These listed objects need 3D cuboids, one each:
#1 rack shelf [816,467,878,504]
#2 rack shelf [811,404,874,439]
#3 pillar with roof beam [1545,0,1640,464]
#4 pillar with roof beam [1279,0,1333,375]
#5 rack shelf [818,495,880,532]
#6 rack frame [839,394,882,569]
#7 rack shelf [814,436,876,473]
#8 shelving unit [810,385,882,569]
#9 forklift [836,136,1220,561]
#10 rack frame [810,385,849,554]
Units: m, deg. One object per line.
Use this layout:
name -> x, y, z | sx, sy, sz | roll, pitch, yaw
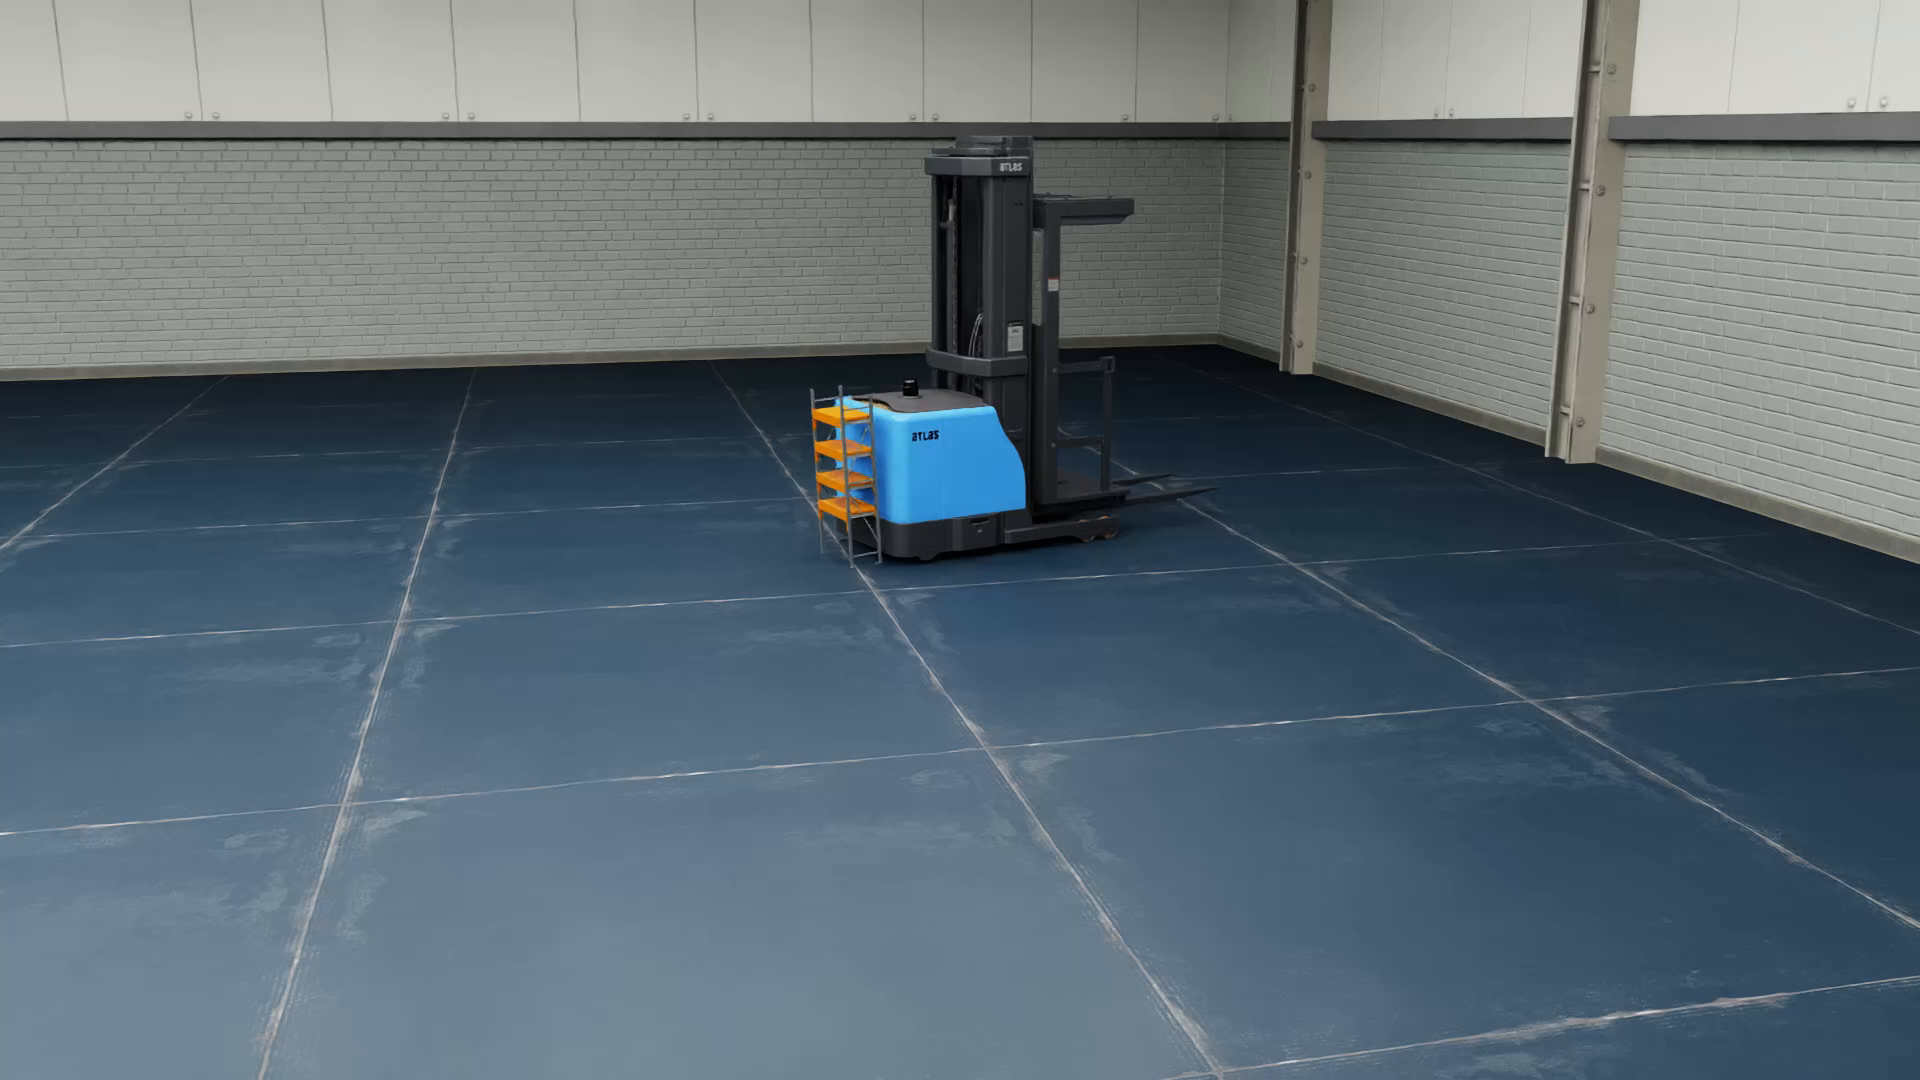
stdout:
rack shelf -> -0.799, -0.386, 11.733 | 0.258, 0.148, 0.480 | -11, 17, -27
rack shelf -> -0.820, -0.830, 11.613 | 0.258, 0.148, 0.480 | -11, 17, -27
pillar with roof beam -> 1.515, -4.886, 13.466 | 9.100, 9.000, 0.400 | -3, 14, -13
pillar with roof beam -> 0.106, -6.270, 19.132 | 9.100, 9.000, 0.400 | -3, 14, -13
rack shelf -> -0.791, -0.194, 11.785 | 0.258, 0.148, 0.480 | -11, 17, -27
rack frame -> -0.685, -0.400, 11.508 | 0.240, 1.200, 0.015 | -11, 17, -27
rack shelf -> -0.809, -0.601, 11.675 | 0.258, 0.148, 0.480 | -11, 17, -27
shelving unit -> -0.802, -0.451, 11.716 | 0.258, 1.200, 0.503 | -11, 17, -27
forklift -> 0.603, -1.513, 12.443 | 3.031, 2.935, 1.130 | -8, 16, -30
rack frame -> -0.920, -0.501, 11.923 | 0.240, 1.200, 0.015 | -11, 17, -27
